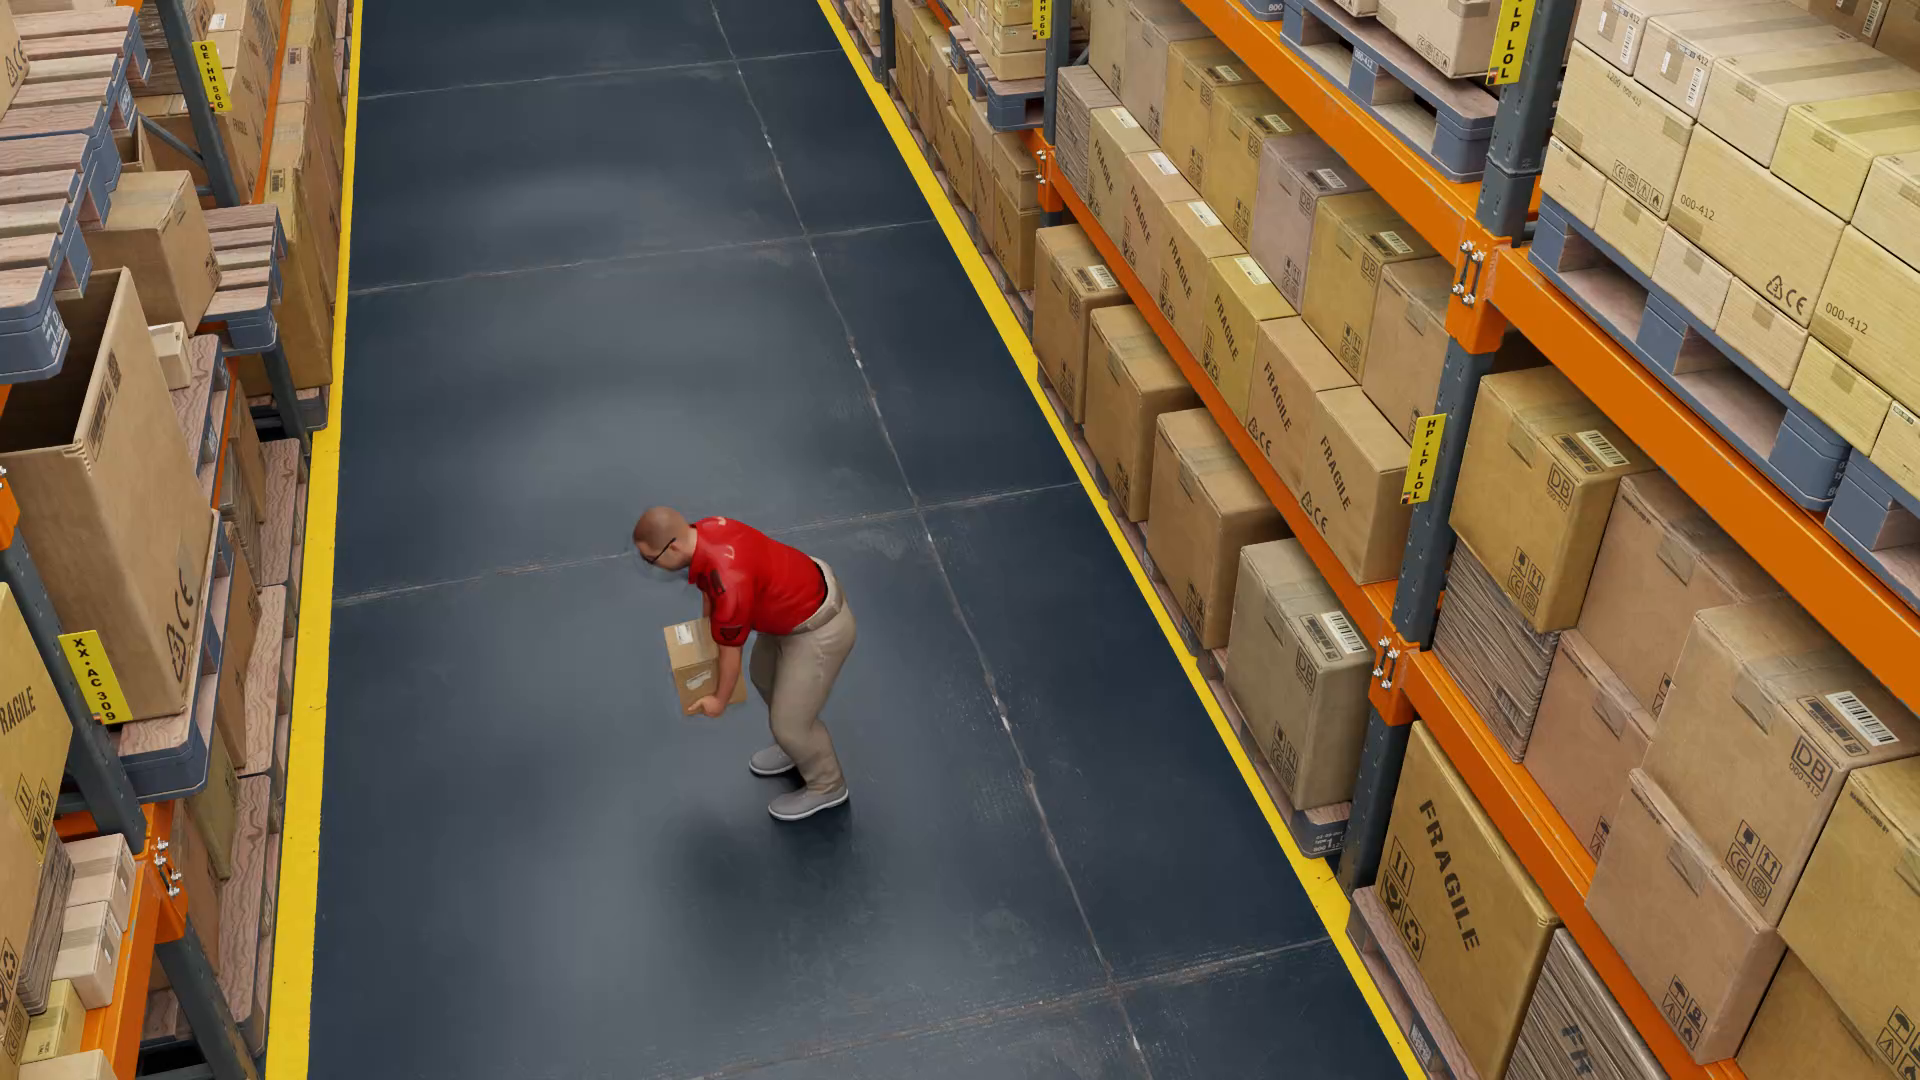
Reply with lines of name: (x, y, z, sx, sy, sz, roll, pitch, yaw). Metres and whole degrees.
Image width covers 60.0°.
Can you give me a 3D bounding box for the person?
person: (-0.784, 0.433, 6.364, 0.779, 1.501, 0.476, -10, 39, -13)
